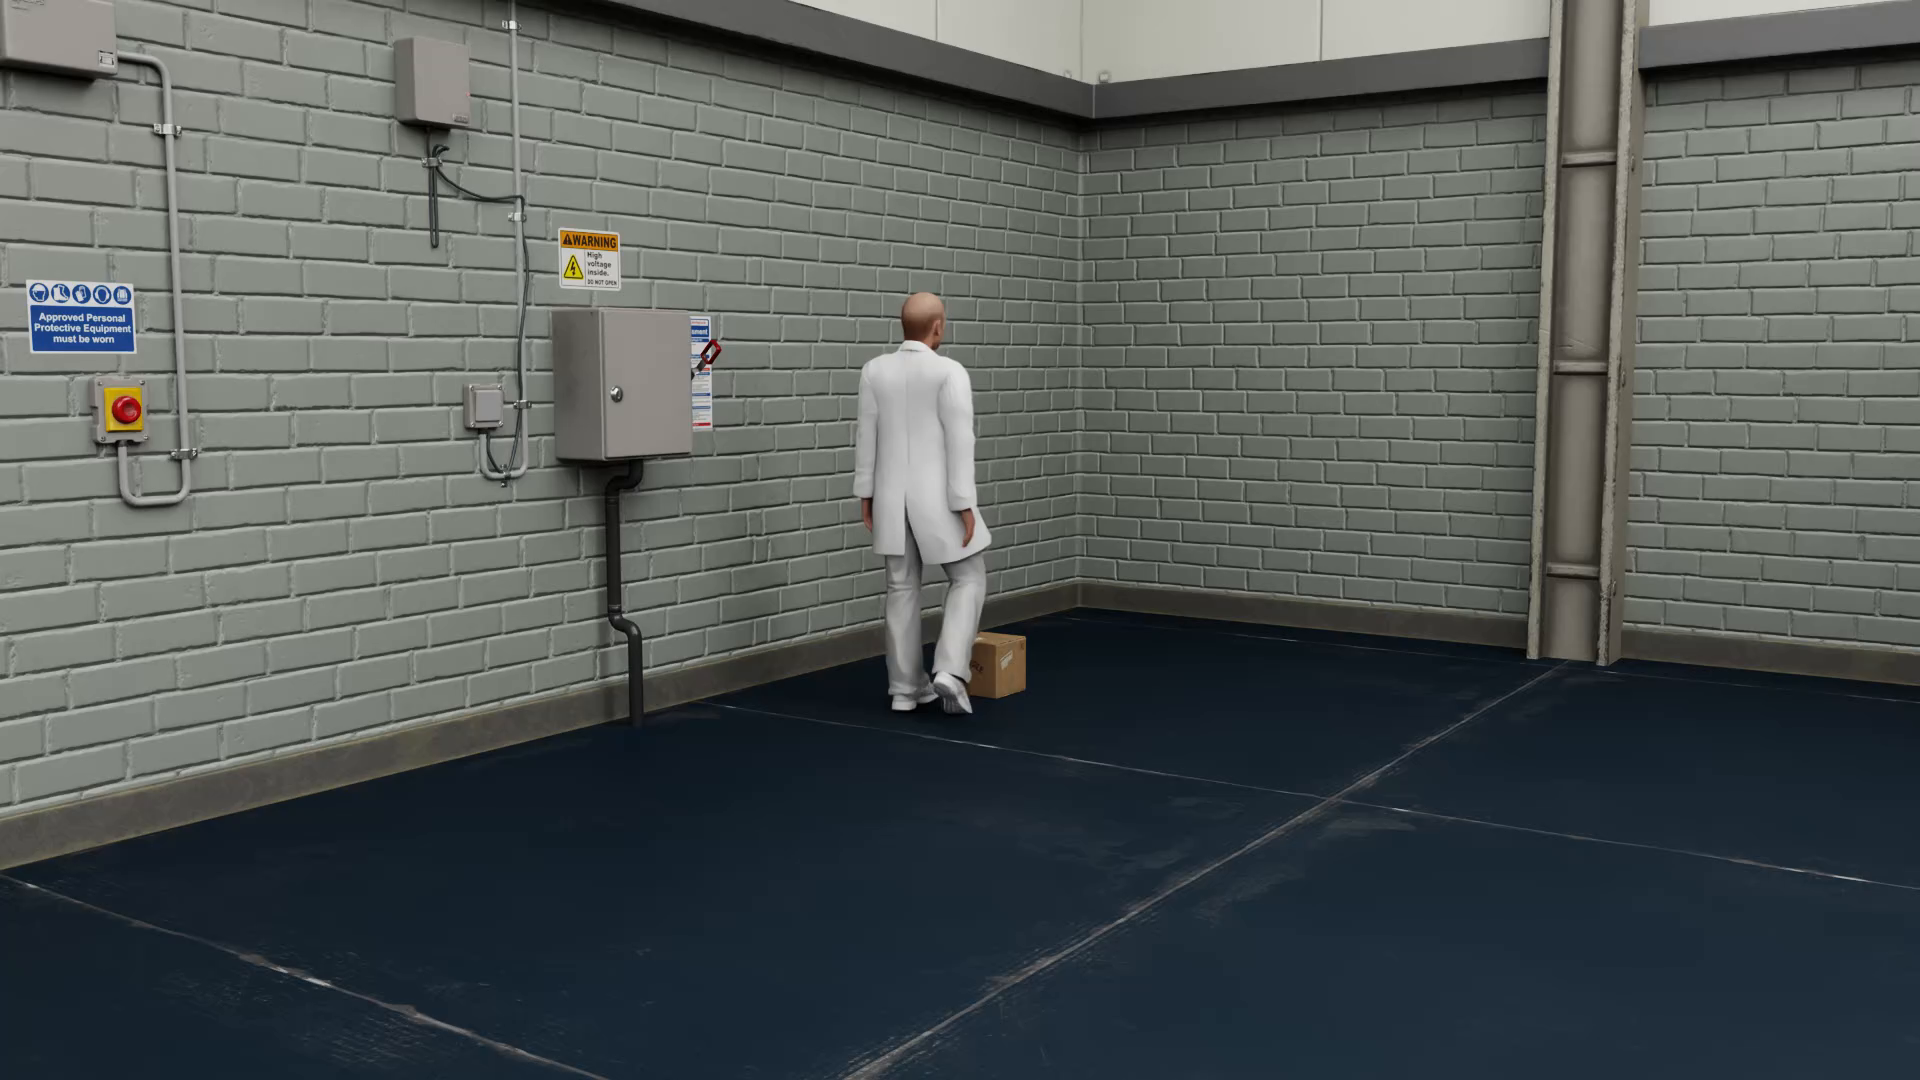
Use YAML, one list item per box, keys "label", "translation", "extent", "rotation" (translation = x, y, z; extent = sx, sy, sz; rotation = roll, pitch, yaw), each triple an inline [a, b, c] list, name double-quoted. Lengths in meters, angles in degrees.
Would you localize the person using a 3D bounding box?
- label: "person"
  translation: [-0.128, -0.154, 7.163]
  extent: [0.595, 1.781, 0.543]
  rotation: [4, 7, 34]
